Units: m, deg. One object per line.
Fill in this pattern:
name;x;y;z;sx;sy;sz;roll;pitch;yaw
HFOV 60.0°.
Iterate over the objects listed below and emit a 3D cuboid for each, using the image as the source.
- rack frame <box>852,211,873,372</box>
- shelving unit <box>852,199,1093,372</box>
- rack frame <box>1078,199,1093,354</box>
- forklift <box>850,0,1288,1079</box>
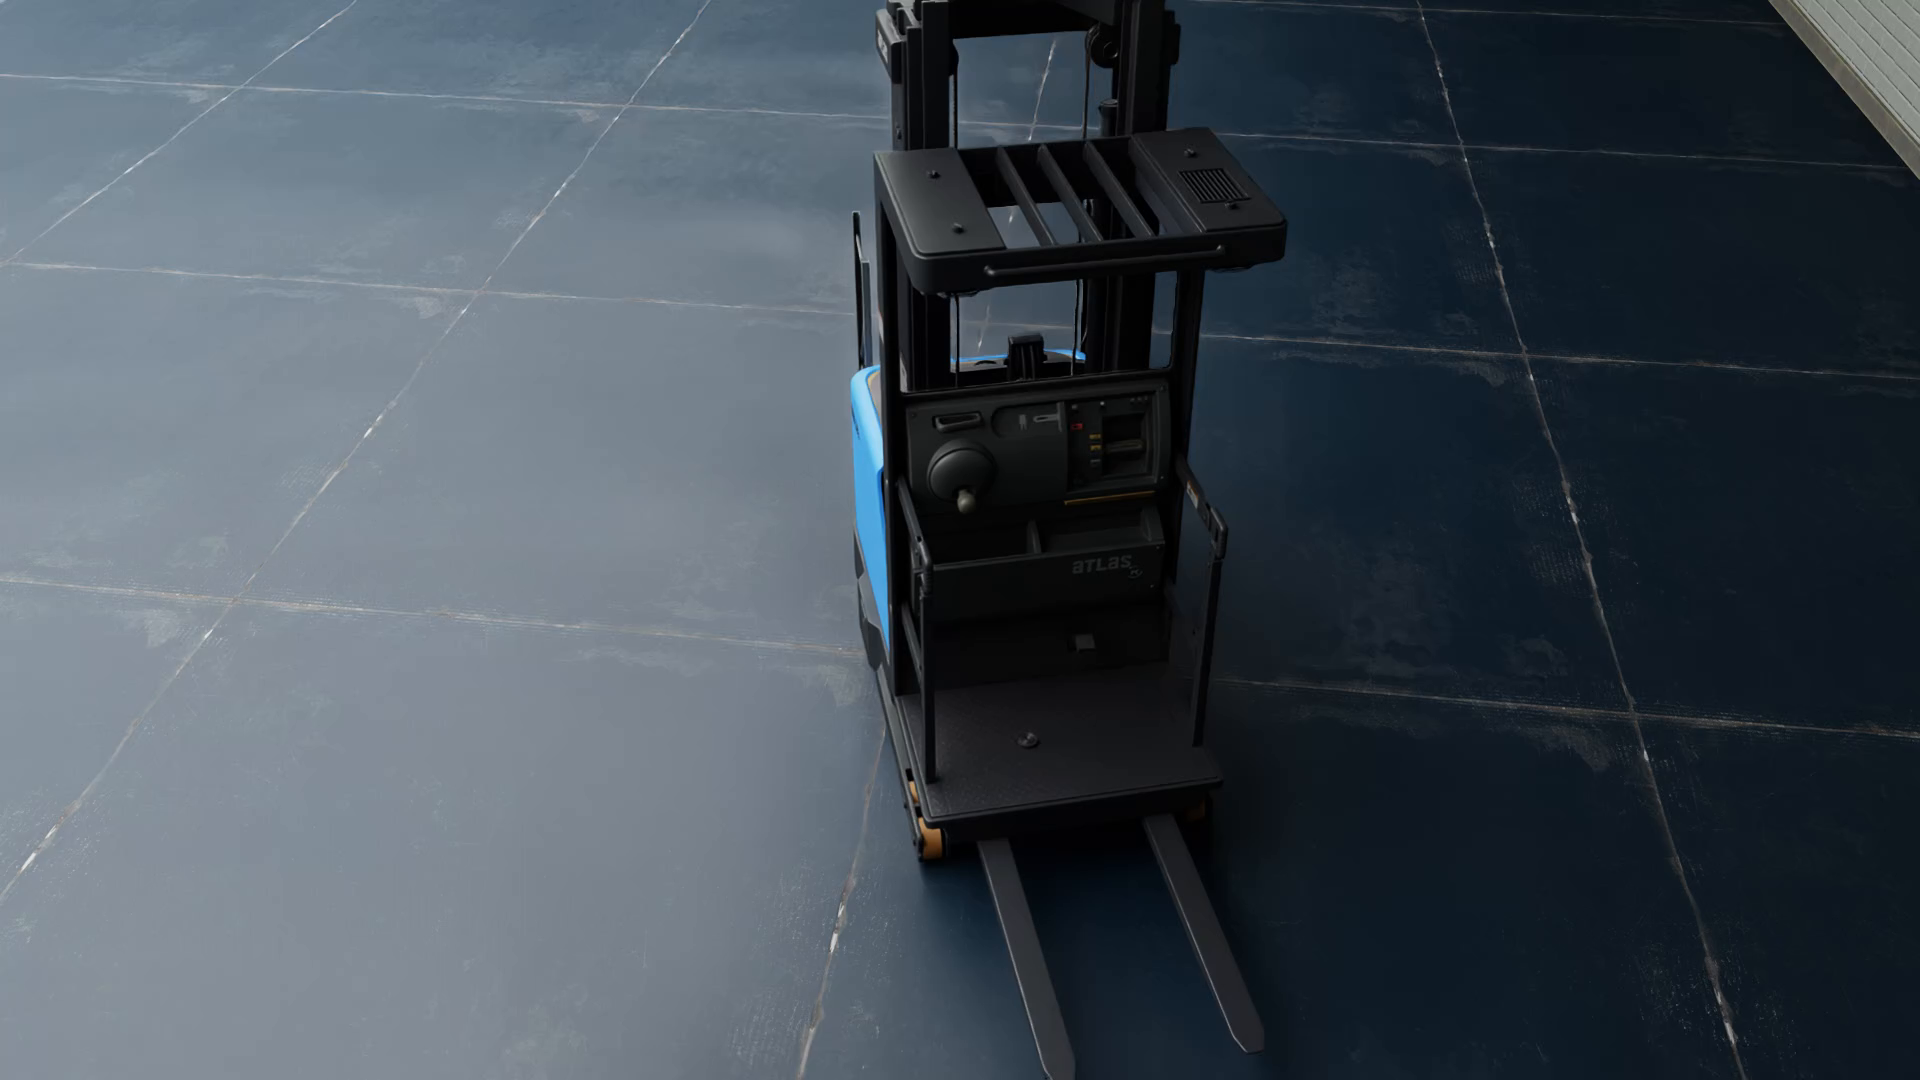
rack frame;-0.416;-0.659;7.383;0.032;1.500;0.500;-4;36;-6
shelving unit;0.079;-0.697;7.436;1.083;1.500;0.587;-4;36;-6
rack frame;0.592;-0.737;7.491;0.032;1.500;0.500;-4;36;-6
forklift;0.322;-0.255;5.584;1.130;2.935;3.031;-7;36;-9
